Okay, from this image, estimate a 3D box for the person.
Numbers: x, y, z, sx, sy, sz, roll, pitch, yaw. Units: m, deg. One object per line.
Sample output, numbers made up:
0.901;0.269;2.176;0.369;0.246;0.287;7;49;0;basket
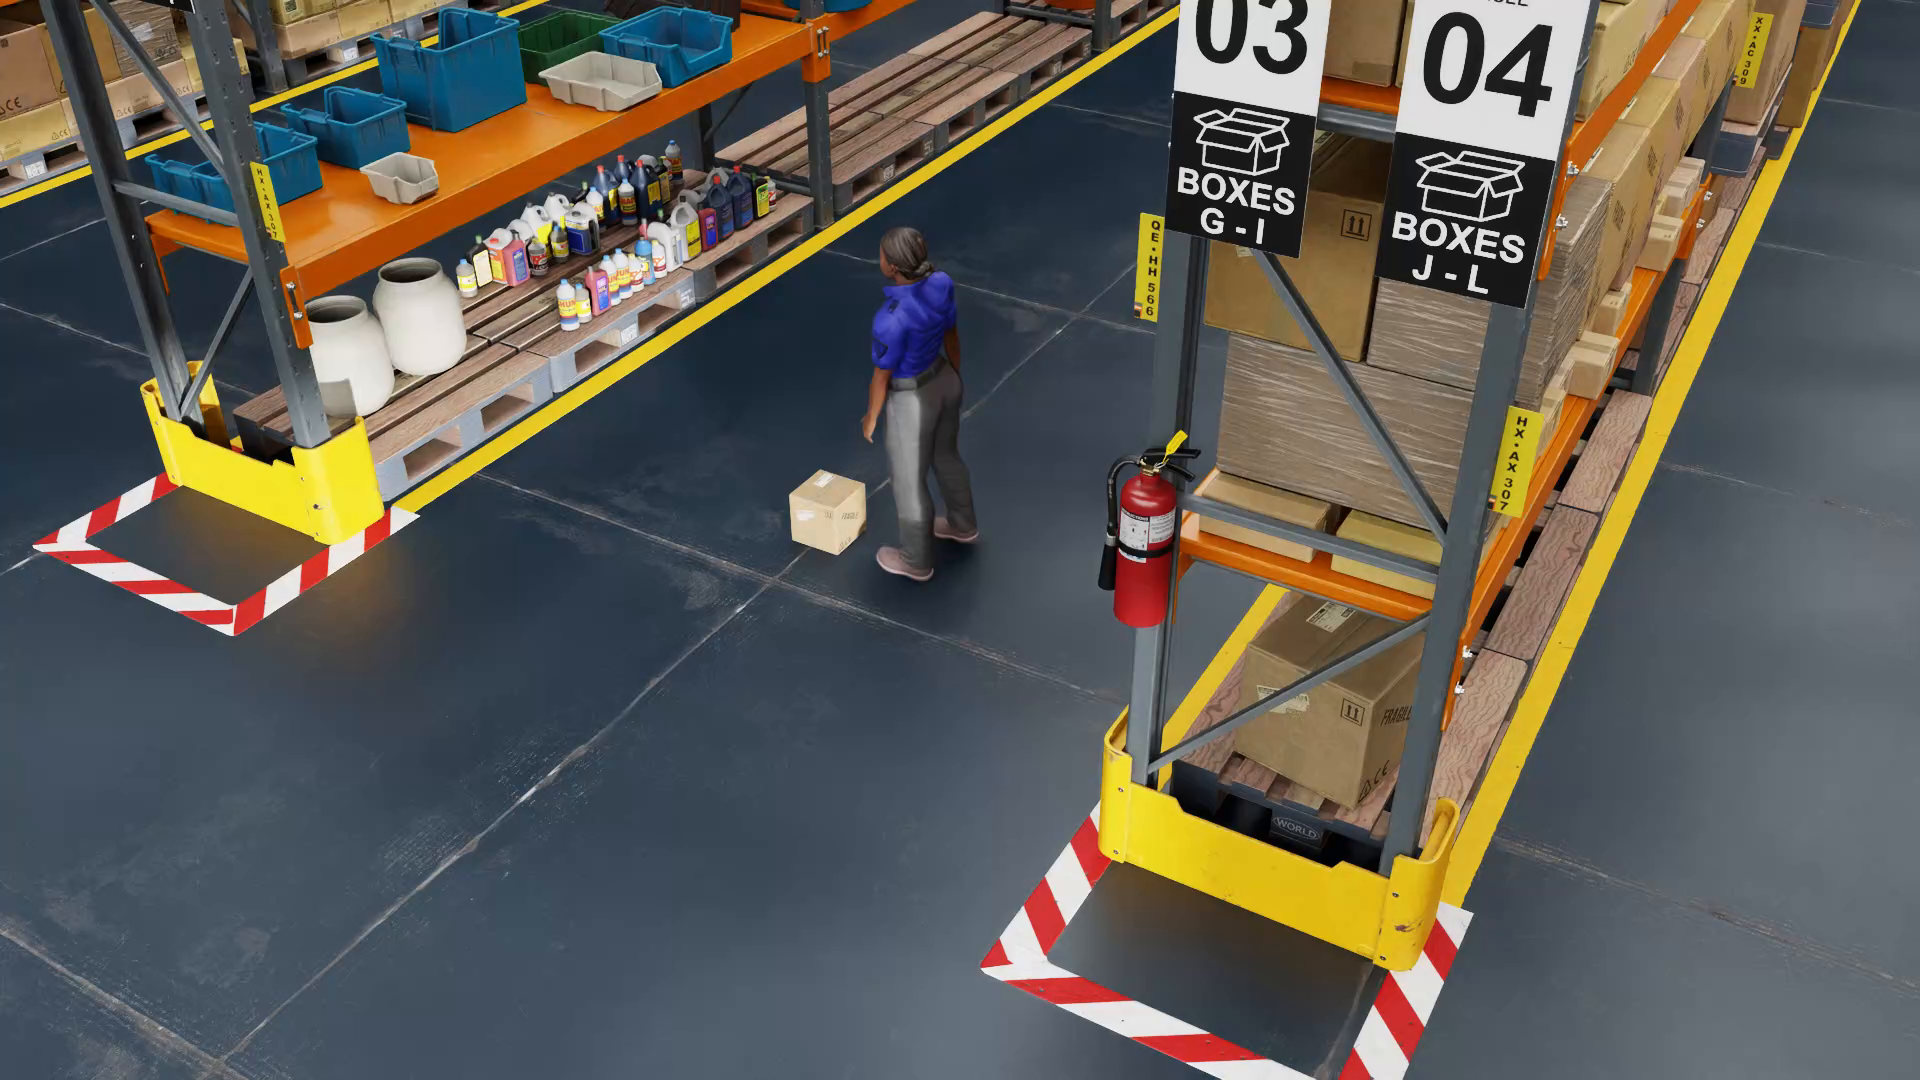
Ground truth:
-0.179;-0.594;7.010;0.372;1.663;0.606;18;38;24;person
